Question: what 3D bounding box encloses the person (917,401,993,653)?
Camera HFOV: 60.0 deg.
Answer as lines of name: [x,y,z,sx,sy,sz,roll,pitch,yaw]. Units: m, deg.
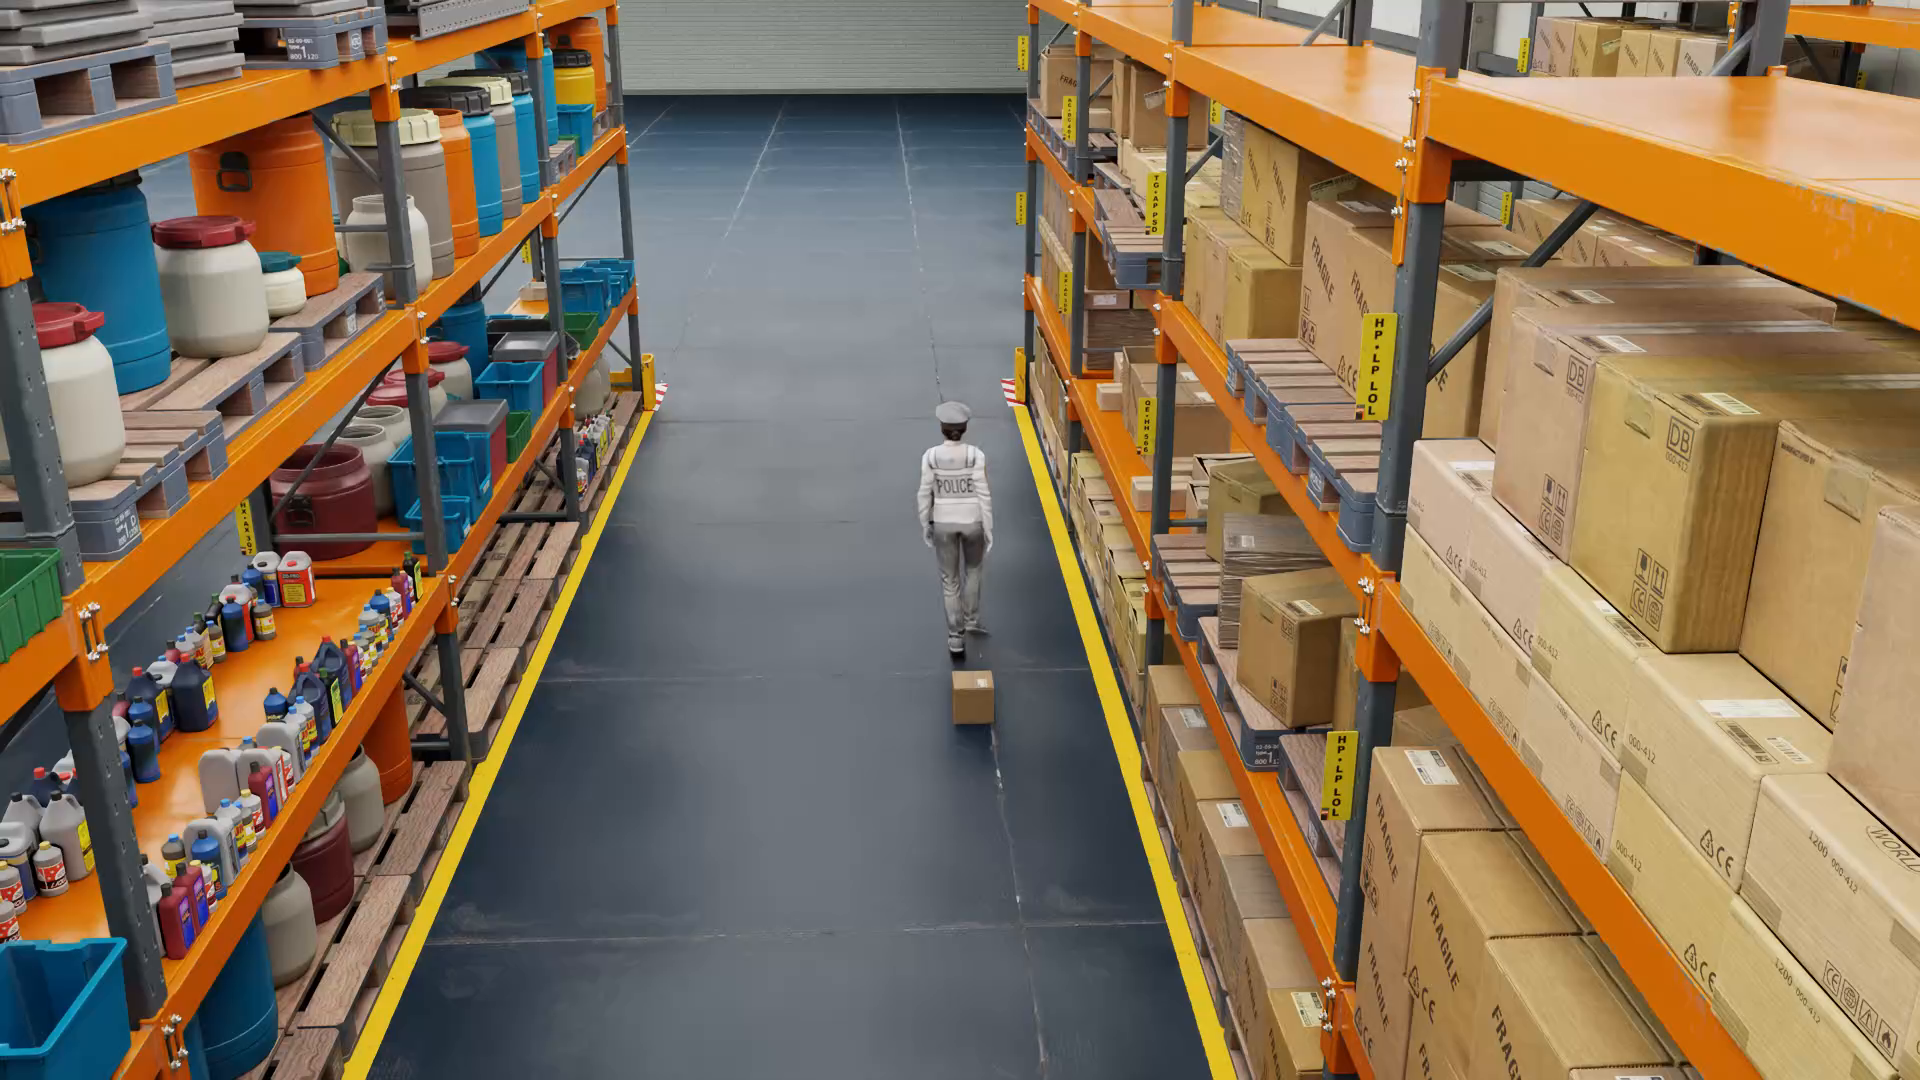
person: [-0.034,-0.061,11.254,0.508,1.715,0.577,0,21,-1]
